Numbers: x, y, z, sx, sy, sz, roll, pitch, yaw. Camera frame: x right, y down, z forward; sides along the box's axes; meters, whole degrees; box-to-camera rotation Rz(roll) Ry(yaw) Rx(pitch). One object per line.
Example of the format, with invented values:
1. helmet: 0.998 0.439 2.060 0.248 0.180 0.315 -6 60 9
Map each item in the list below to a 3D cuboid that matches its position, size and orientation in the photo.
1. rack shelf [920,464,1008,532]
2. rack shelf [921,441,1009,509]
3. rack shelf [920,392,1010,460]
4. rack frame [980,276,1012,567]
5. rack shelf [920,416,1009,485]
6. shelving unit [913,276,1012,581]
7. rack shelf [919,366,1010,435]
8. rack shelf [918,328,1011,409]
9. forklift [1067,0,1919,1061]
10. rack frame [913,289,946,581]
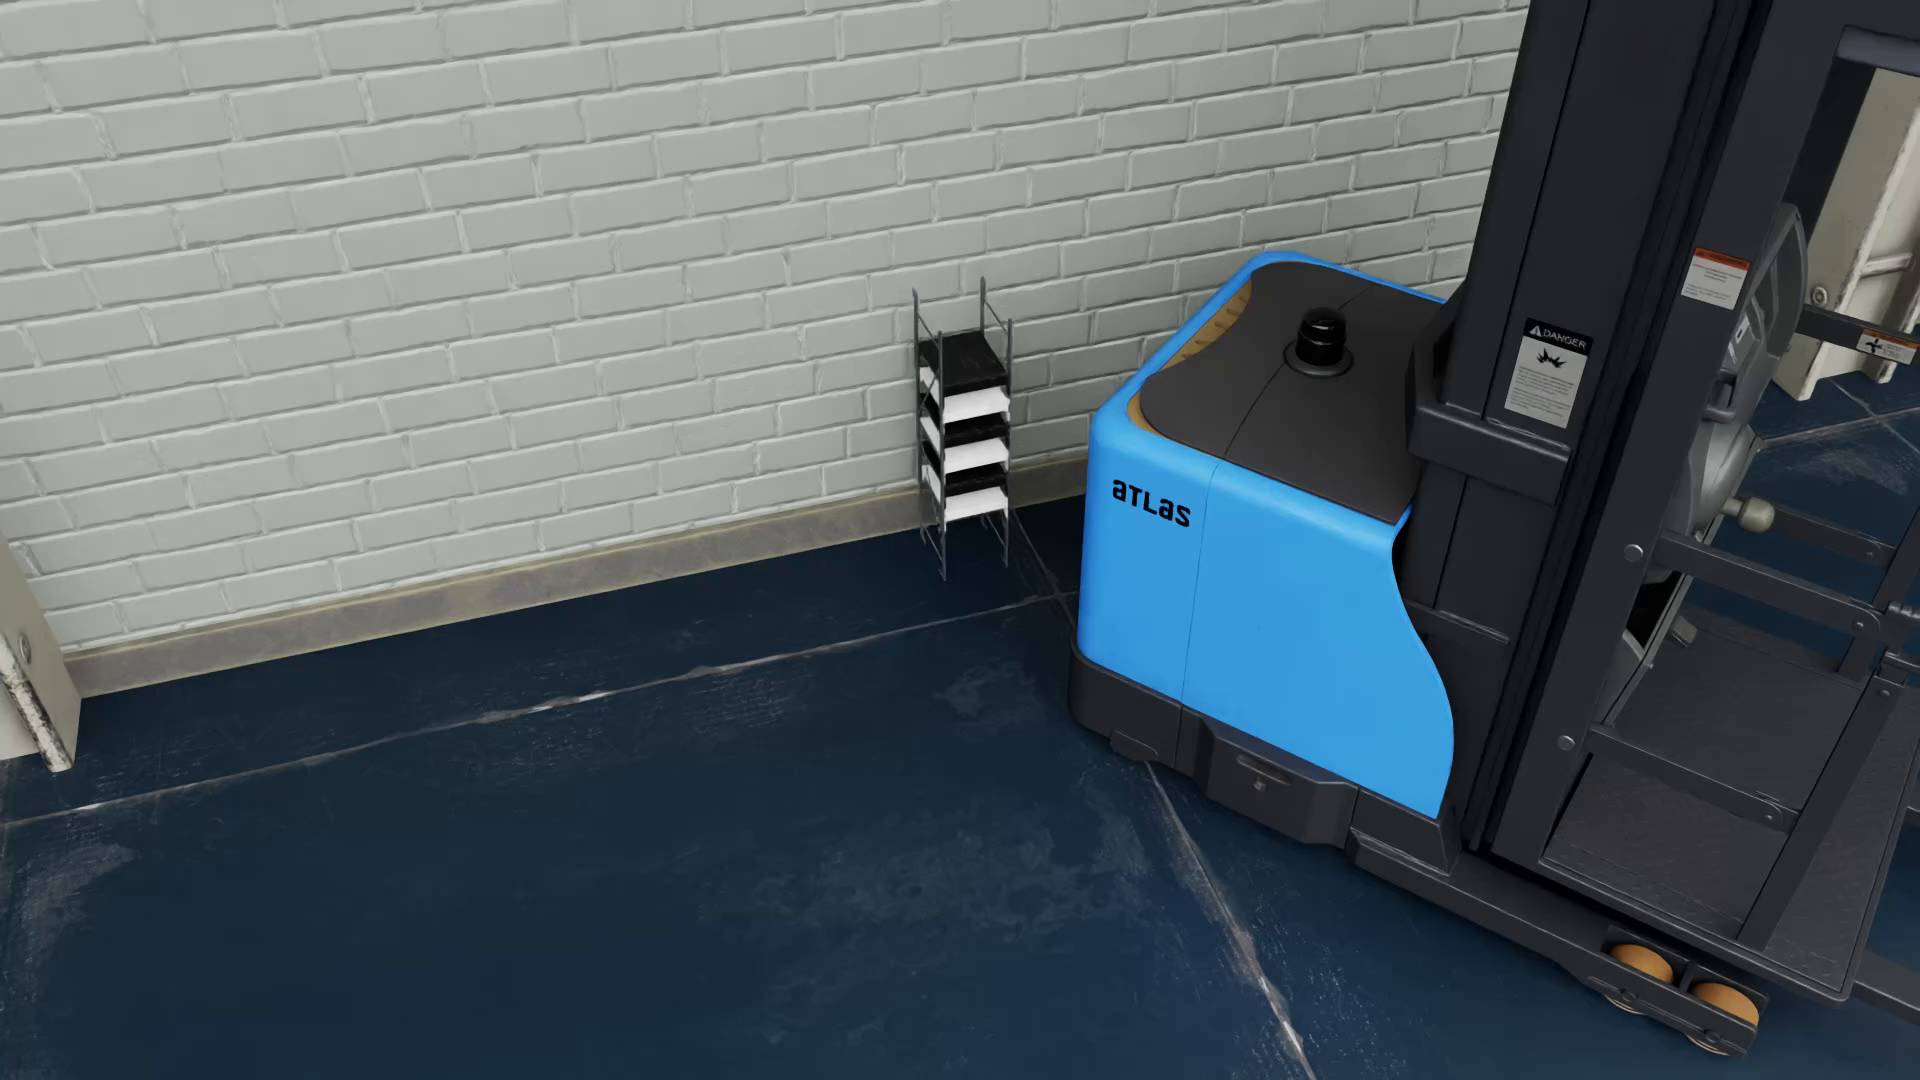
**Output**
1. rack shelf: 0.009 -0.149 5.057 0.200 0.077 0.258 -13 42 -14
2. rack shelf: 0.009 -0.218 4.999 0.200 0.077 0.258 -13 42 -14
3. rack shelf: 0.008 -0.356 4.883 0.200 0.077 0.258 -13 42 -14
4. rack frame: 0.104 -0.334 4.945 0.006 0.900 0.240 -13 42 -14
5. rack shelf: 0.008 -0.287 4.941 0.200 0.077 0.258 -13 42 -14
6. shelving unit: 0.008 -0.312 4.920 0.210 0.900 0.258 -13 42 -14
7. rack shelf: 0.007 -0.424 4.825 0.200 0.077 0.258 -13 42 -14
8. rack shelf: 0.007 -0.493 4.767 0.200 0.077 0.258 -13 42 -14
9. forklift: 1.807 -0.309 3.376 3.031 2.935 1.130 24 46 25
10. rack frame: -0.088 -0.290 4.895 0.006 0.900 0.240 -13 42 -14
